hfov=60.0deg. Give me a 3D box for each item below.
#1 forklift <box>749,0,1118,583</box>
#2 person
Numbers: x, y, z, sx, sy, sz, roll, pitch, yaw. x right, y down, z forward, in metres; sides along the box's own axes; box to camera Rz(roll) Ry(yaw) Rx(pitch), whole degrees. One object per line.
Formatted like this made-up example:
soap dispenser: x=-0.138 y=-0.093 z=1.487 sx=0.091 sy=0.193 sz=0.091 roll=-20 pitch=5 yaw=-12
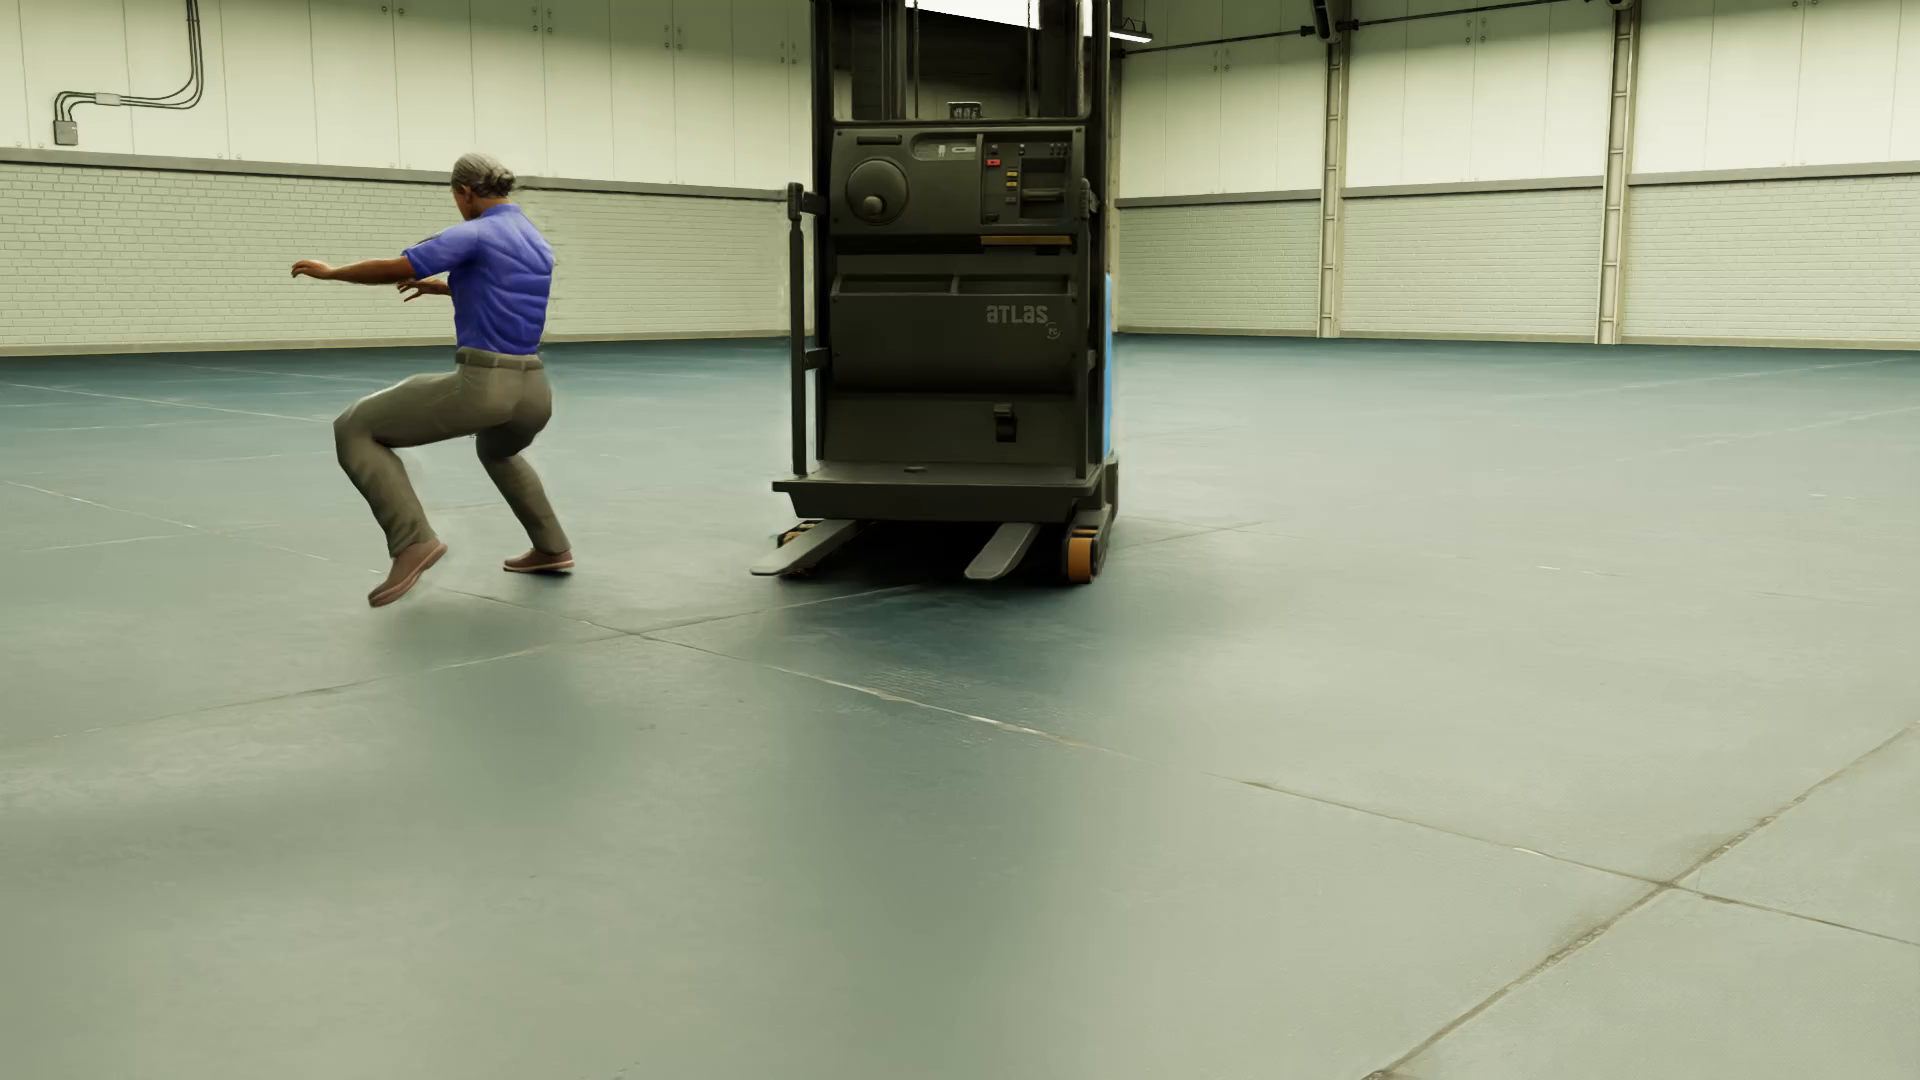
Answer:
forklift: x=-0.038 y=-1.353 z=5.862 sx=1.130 sy=2.935 sz=3.031 roll=1 pitch=9 yaw=8
person: x=-1.673 y=-0.541 z=5.493 sx=0.694 sy=1.444 sz=0.942 roll=4 pitch=9 yaw=25
